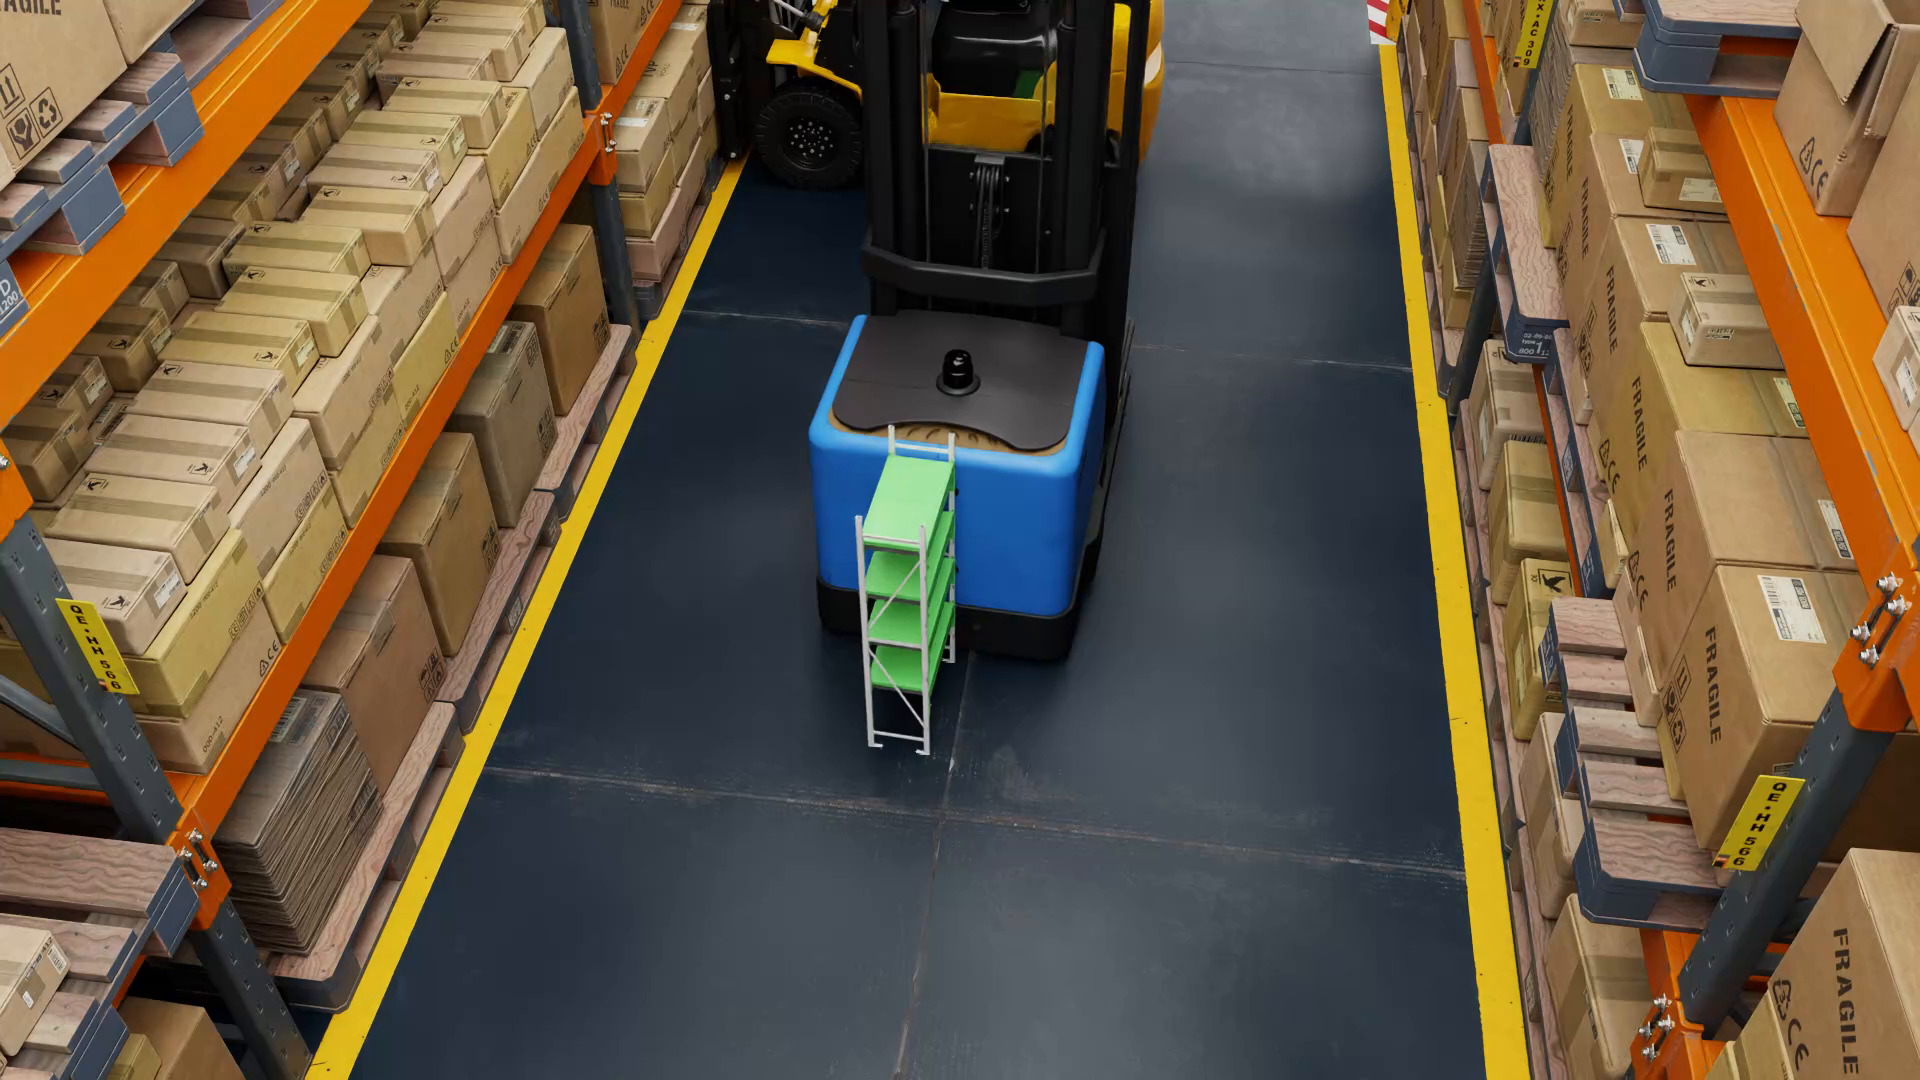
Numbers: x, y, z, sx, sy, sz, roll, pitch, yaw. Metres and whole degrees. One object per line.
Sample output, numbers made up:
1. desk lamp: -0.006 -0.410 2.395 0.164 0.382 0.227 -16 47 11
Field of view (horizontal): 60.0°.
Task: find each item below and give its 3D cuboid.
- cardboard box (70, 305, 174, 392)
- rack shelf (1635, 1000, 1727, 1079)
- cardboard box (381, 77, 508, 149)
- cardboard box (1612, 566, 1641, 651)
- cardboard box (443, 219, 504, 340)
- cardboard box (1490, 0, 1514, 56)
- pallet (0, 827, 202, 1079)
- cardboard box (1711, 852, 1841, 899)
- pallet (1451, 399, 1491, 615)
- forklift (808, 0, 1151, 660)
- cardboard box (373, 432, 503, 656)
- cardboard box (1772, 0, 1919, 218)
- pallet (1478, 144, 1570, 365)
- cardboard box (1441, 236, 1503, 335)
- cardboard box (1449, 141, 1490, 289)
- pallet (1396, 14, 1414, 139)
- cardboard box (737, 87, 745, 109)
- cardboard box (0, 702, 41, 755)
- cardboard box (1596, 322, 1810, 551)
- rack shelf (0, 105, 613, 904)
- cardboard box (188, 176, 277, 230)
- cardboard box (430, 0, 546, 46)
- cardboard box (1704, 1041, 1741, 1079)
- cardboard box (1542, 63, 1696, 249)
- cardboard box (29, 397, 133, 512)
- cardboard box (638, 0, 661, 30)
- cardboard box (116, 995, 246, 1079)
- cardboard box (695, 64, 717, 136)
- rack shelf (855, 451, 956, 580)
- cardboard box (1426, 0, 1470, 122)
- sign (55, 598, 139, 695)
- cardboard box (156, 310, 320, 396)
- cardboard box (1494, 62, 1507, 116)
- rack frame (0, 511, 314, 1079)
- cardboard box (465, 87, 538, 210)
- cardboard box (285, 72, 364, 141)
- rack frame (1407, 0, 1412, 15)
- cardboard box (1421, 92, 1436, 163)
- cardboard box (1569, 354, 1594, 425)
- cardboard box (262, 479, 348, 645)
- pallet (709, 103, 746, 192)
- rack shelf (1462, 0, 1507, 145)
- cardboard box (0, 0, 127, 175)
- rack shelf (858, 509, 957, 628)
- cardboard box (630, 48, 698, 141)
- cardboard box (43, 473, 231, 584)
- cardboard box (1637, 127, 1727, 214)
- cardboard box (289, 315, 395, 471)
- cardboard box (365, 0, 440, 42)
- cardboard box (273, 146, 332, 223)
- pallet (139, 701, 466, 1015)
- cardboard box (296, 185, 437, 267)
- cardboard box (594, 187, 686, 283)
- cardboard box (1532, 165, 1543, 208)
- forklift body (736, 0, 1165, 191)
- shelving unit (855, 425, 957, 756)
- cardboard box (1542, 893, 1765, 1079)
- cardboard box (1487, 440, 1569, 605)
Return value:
1. cardboard box: -2.694 -0.606 5.186 0.380 0.149 0.250 5 44 5
2. rack shelf: 2.026 2.683 2.780 1.077 0.370 4.000 5 44 6
3. cardboard box: -1.930 -1.604 6.240 0.380 0.149 0.250 4 44 4
4. cardboard box: 2.095 0.217 4.739 0.380 0.149 0.250 3 44 4
5. cardboard box: -2.065 -1.015 6.272 0.500 0.250 0.500 5 44 6
6. cardboard box: 2.693 -2.488 7.429 0.500 0.500 0.500 7 44 7
7. pallet: -2.650 1.148 4.017 1.213 0.211 1.003 5 44 6
8. cardboard box: 2.101 0.753 4.173 0.380 0.149 0.250 7 44 7
9. pallet: 2.718 -0.124 7.249 1.003 0.211 1.213 5 44 6
10. forklift: 0.206 -1.610 6.840 1.130 2.935 3.031 8 44 8
11. cardboard box: -2.366 -0.009 6.521 0.875 0.625 0.625 4 44 4
12. cardboard box: 2.464 -1.110 4.006 0.797 0.503 0.637 5 44 6
13. pallet: 2.574 -1.090 6.381 1.003 0.211 1.213 5 44 6
14. cardboard box: 2.631 -1.249 8.104 0.500 0.250 0.500 7 44 7
15. cardboard box: 2.632 -1.521 7.846 0.500 0.500 0.500 5 44 5
16. pallet: 3.196 -2.778 10.053 1.003 0.211 1.213 5 44 6
17. cardboard box: -1.518 -2.613 9.544 0.500 0.250 0.500 7 44 7
18. cardboard box: -2.824 0.335 4.846 0.500 0.250 0.500 4 44 5
19. cardboard box: 2.198 -0.270 4.782 0.500 0.500 0.500 3 43 3
20. rack shelf: -2.365 -0.492 6.133 1.077 0.370 4.000 5 44 6
21. cardboard box: -2.608 -1.133 5.742 0.380 0.149 0.250 6 44 6
22. cardboard box: -1.926 -2.135 6.801 0.380 0.149 0.250 7 44 7
23. cardboard box: 1.977 1.424 3.696 0.500 0.250 0.500 5 44 5
24. cardboard box: 2.408 -1.329 5.900 0.500 0.500 0.500 5 44 6
25. cardboard box: -2.780 -0.197 5.044 0.500 0.250 0.500 6 44 6
26. cardboard box: -1.731 -2.787 7.962 0.500 0.500 0.500 6 44 6
27. cardboard box: -2.473 1.673 4.836 0.500 0.500 0.500 6 44 7
28. cardboard box: -1.589 -2.438 8.996 0.500 0.250 0.500 5 44 5
29. rack shelf: -0.186 -0.093 5.892 0.258 0.148 0.480 8 44 8
30. cardboard box: 2.826 -2.581 8.965 0.500 0.500 0.500 6 44 6
31. sign: -2.091 0.261 4.030 0.100 0.325 0.005 5 44 6
32. cardboard box: -2.228 -0.565 5.143 0.380 0.149 0.250 6 44 6
33. cardboard box: 2.586 -1.993 7.378 0.380 0.149 0.250 6 44 6
34. rack frame: -2.630 0.610 4.446 1.000 3.000 0.127 5 44 6
35. cardboard box: -1.973 -1.534 6.456 0.500 0.250 0.500 4 44 4
36. cardboard box: -2.495 -1.643 6.282 0.380 0.149 0.250 5 44 5
37. rack frame: 3.348 -4.393 9.730 1.000 3.000 0.127 5 44 6
38. cardboard box: 2.833 -2.302 9.217 0.500 0.250 0.500 8 44 8
39. cardboard box: 2.233 -0.495 5.490 0.380 0.149 0.250 7 44 7
40. cardboard box: -2.258 0.042 5.155 0.500 0.250 0.500 4 44 5
41. pallet: -1.796 -2.475 9.733 1.003 0.211 1.213 5 44 6
42. rack shelf: 3.084 -2.769 8.538 1.077 0.370 4.000 5 44 6
43. cardboard box: -2.293 -1.176 3.700 0.500 0.500 0.500 6 44 6
44. rack shelf: -0.186 0.082 6.057 0.258 0.148 0.480 8 44 8
45. cardboard box: -1.648 -2.282 8.467 0.500 0.250 0.500 5 44 6
46. cardboard box: -2.262 -0.034 4.582 0.380 0.149 0.250 6 44 6
47. cardboard box: 2.365 -1.161 5.251 0.380 0.149 0.250 8 44 8
48. cardboard box: -2.175 -0.493 5.357 0.500 0.250 0.500 4 44 4
49. cardboard box: -2.360 -2.168 6.835 0.380 0.149 0.250 4 44 5
50. cardboard box: -2.578 -1.230 6.135 0.500 0.250 0.500 4 44 5
51. pallet: -2.482 1.065 5.994 1.003 0.211 1.213 5 44 6
52. cardboard box: -2.024 -1.073 5.680 0.380 0.149 0.250 4 44 4
53. cardboard box: -1.709 -1.569 8.442 0.500 0.250 0.500 6 44 6
54. cardboard box: 2.433 -1.380 6.426 0.380 0.149 0.250 6 44 6
55. forklift body: -0.015 -3.076 8.956 2.313 2.155 1.214 5 44 6
56. shelving unit: -0.186 0.209 6.178 0.258 1.200 0.503 8 44 8
57. cardboard box: 2.375 1.476 5.137 0.950 0.372 0.625 3 43 3
58. cardboard box: 2.661 -0.018 6.715 0.950 0.372 0.625 8 44 8
